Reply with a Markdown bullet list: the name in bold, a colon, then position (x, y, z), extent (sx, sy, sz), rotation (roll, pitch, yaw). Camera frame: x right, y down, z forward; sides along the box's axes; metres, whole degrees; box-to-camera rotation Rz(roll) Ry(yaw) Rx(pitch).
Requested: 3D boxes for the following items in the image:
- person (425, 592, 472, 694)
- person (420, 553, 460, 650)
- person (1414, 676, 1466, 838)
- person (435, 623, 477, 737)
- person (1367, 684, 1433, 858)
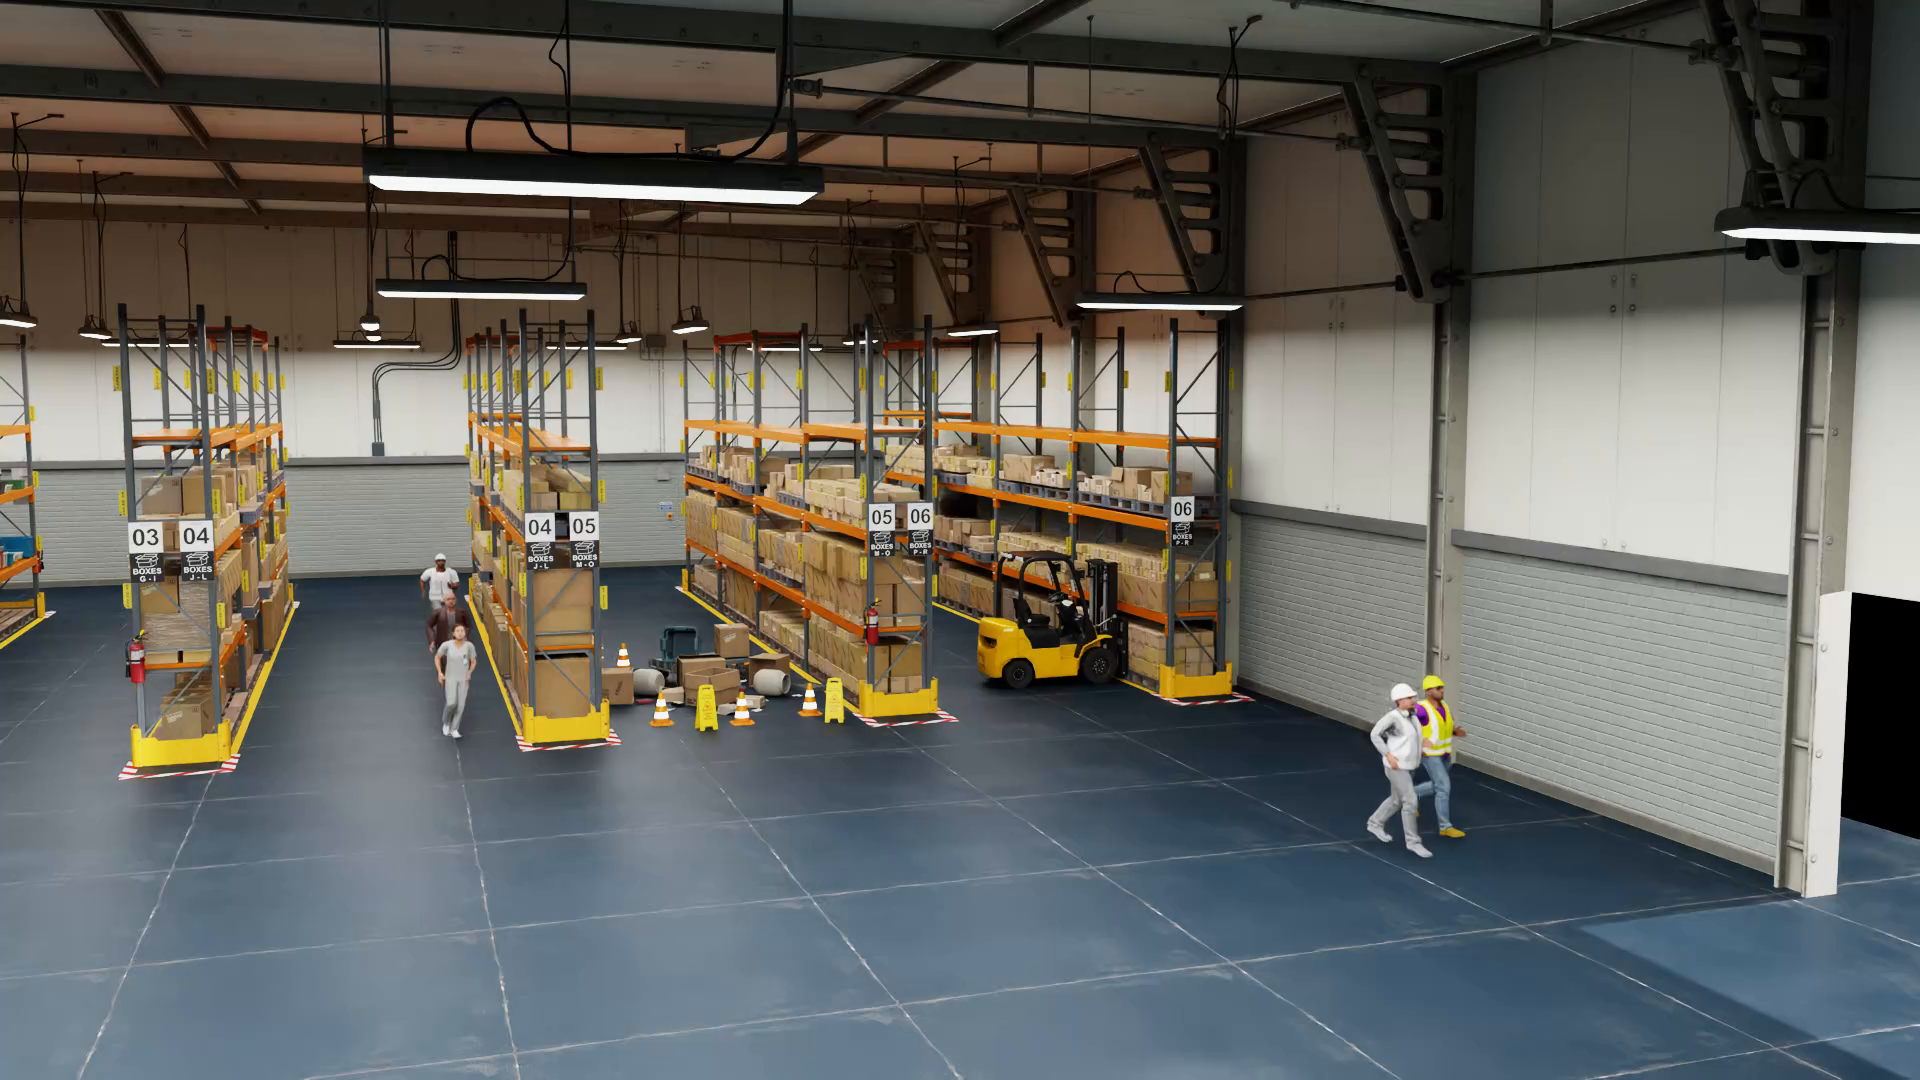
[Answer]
- **person**: position (-7.996, 1.673, 26.093), extent (0.696, 1.726, 0.671), rotation (-3, 6, -26)
- **person**: position (-9.756, 1.159, 31.271), extent (0.669, 1.828, 0.766), rotation (-3, 6, -28)
- **person**: position (5.257, 2.374, 18.487), extent (0.712, 1.747, 0.932), rotation (-4, 7, -38)
- **person**: position (-7.080, 1.976, 23.423), extent (0.552, 1.626, 0.522), rotation (-3, 6, -25)
- **person**: position (4.717, 2.425, 17.754), extent (0.811, 1.800, 0.652), rotation (4, 7, 39)
